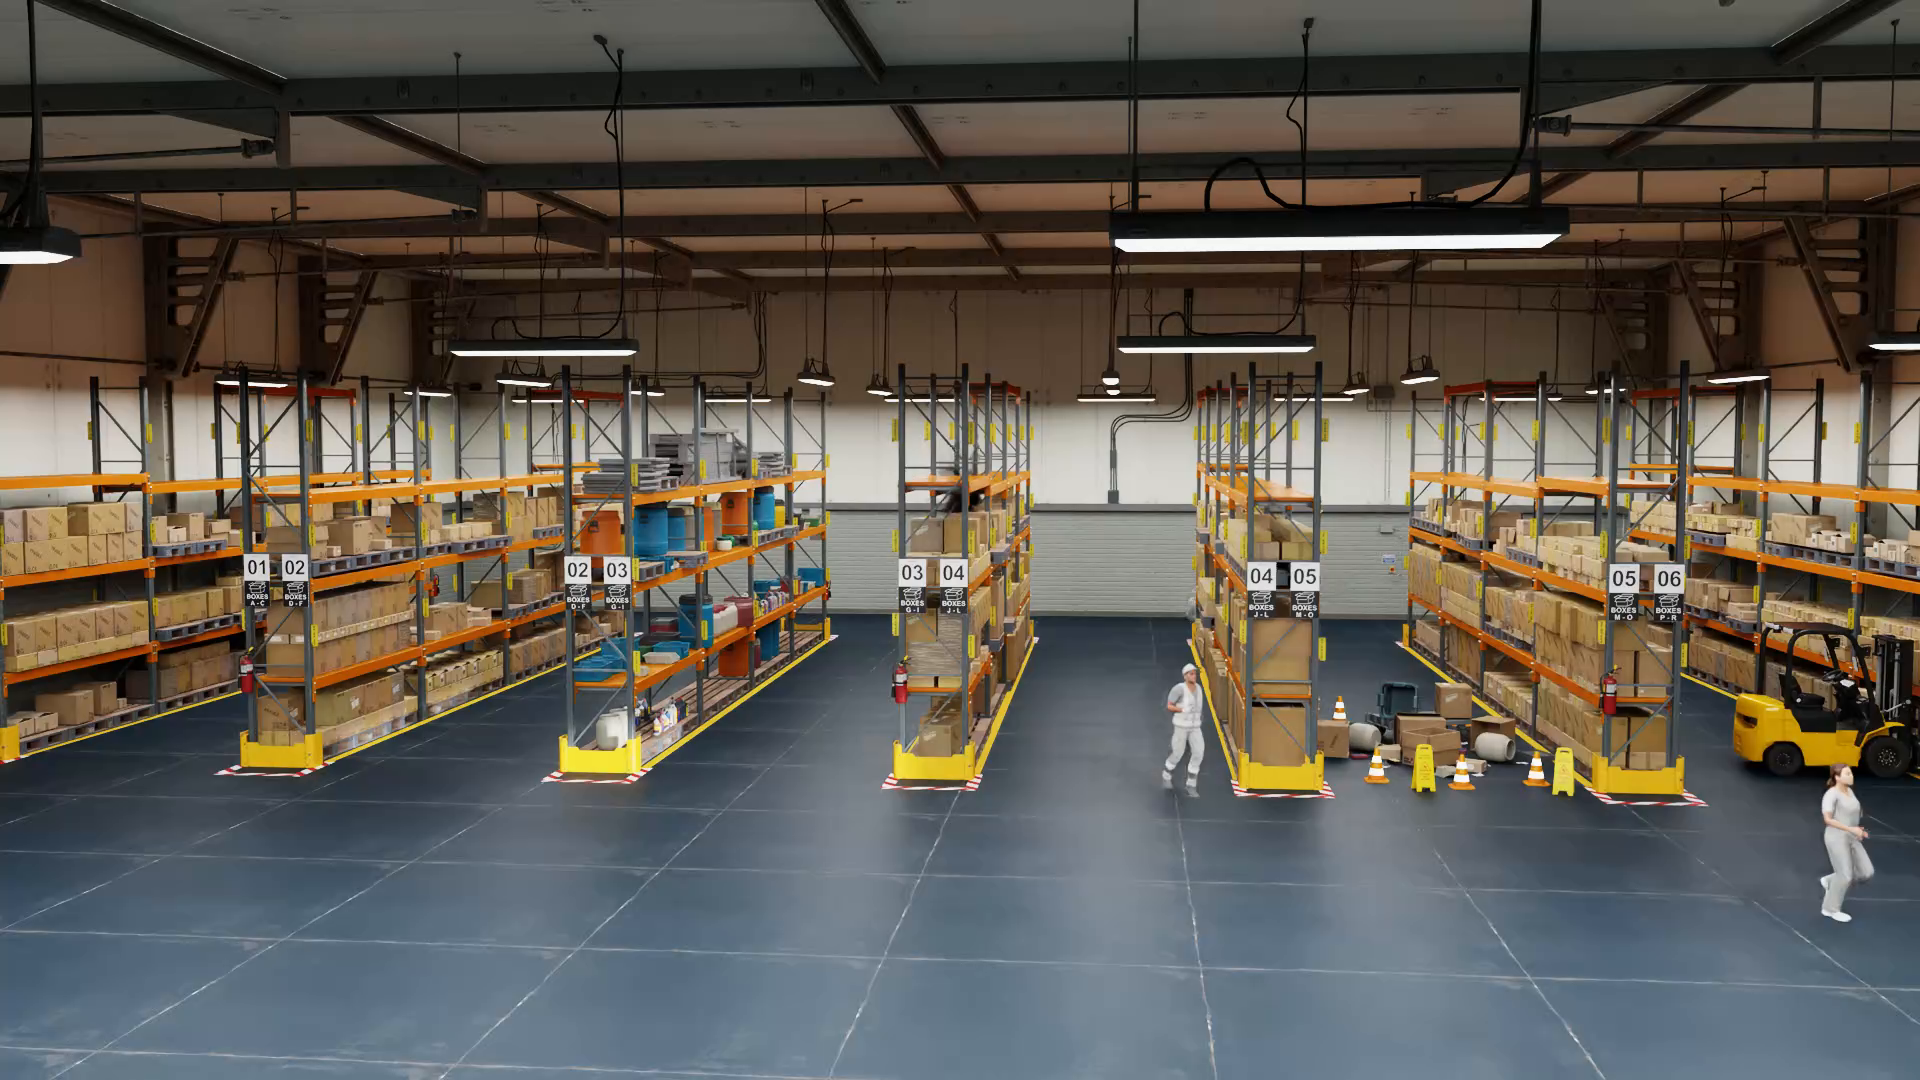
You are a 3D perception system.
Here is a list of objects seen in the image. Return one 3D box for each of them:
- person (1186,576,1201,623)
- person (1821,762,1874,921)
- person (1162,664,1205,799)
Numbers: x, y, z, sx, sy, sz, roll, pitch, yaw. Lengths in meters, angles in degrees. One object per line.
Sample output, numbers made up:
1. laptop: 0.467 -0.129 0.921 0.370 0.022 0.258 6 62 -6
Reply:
1. person: 5.798 1.574 40.669 0.555 1.619 0.622 0 4 7
2. person: 9.084 3.095 17.074 0.560 1.631 0.559 -2 4 -30
3. person: 3.127 2.636 23.095 0.667 1.854 0.743 -2 4 -28
